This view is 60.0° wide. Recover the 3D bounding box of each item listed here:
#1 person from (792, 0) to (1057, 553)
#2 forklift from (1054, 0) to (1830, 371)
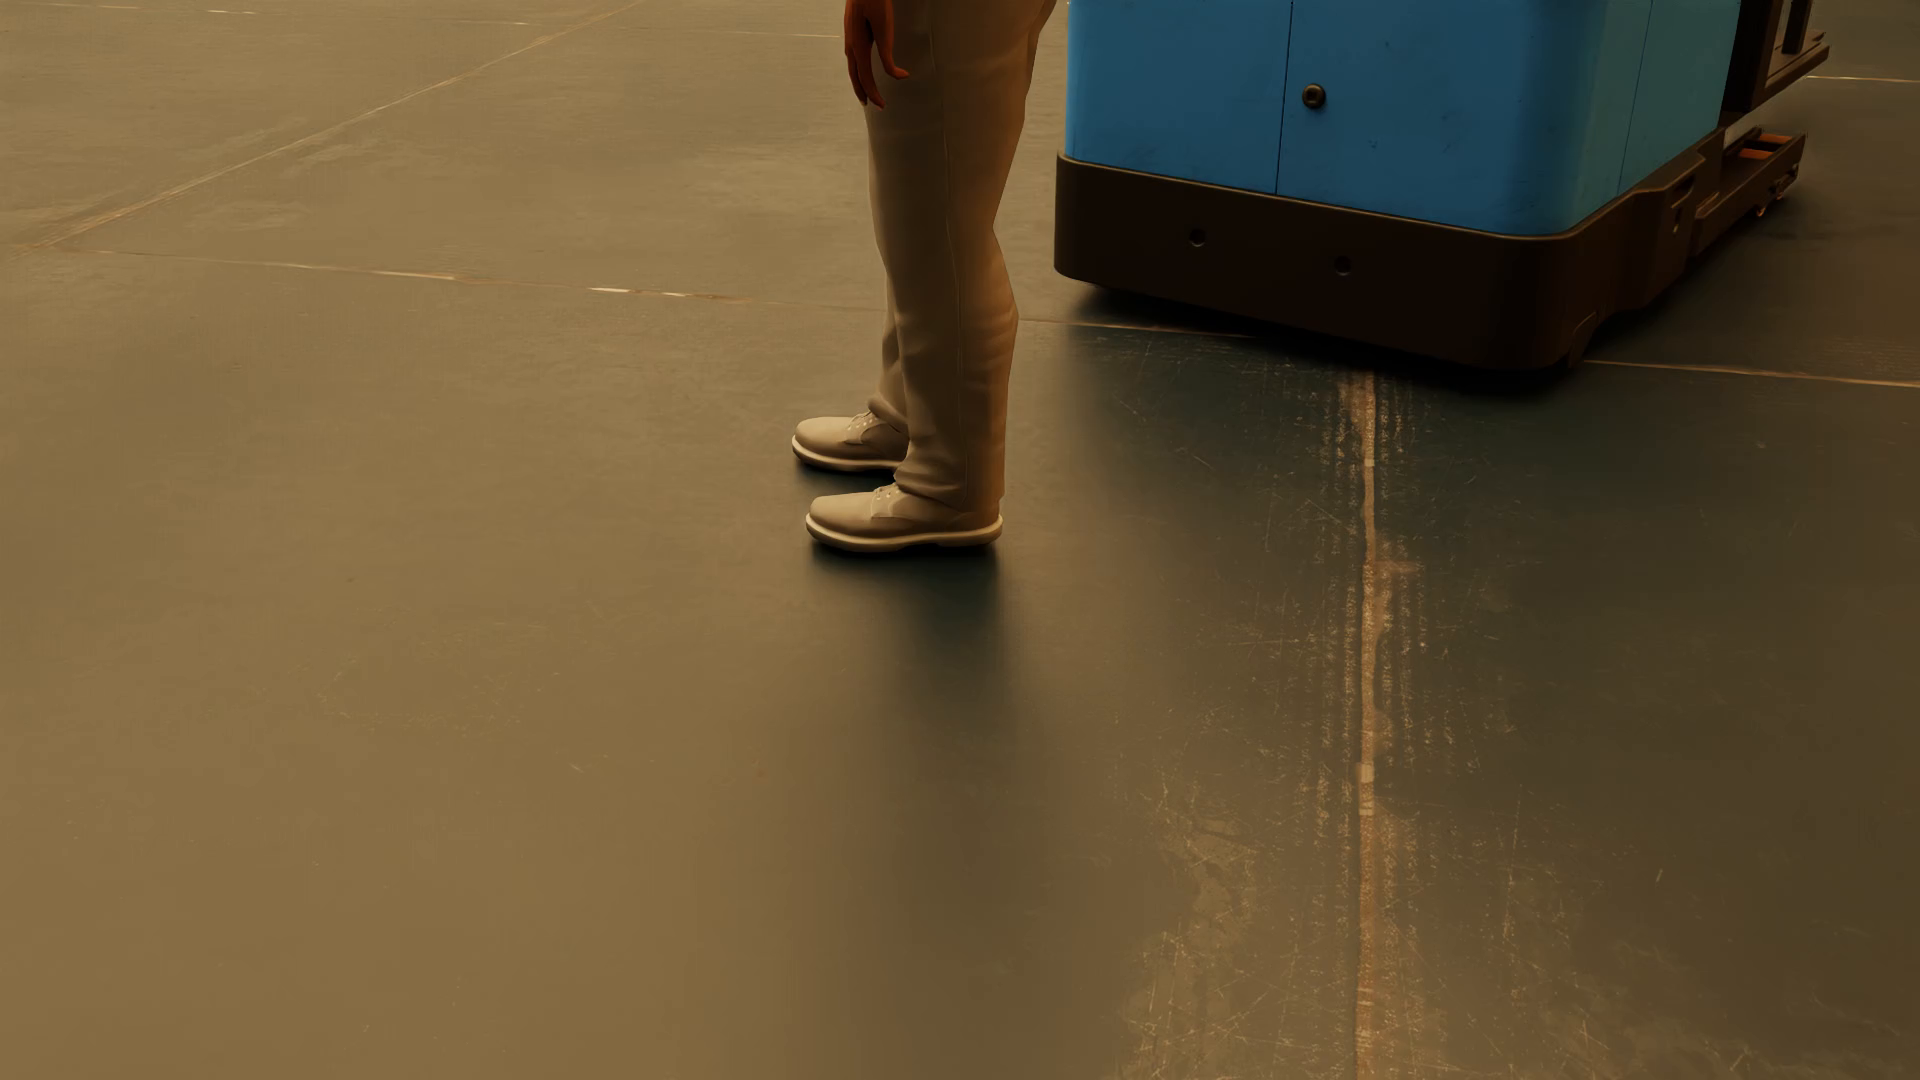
[{"bbox_3d":[-0.069,-0.779,2.147,0.528,1.694,0.569,6,27,11],"label":"person"},{"bbox_3d":[1.473,-2.211,3.628,1.130,2.935,3.031,18,32,32],"label":"forklift"}]
